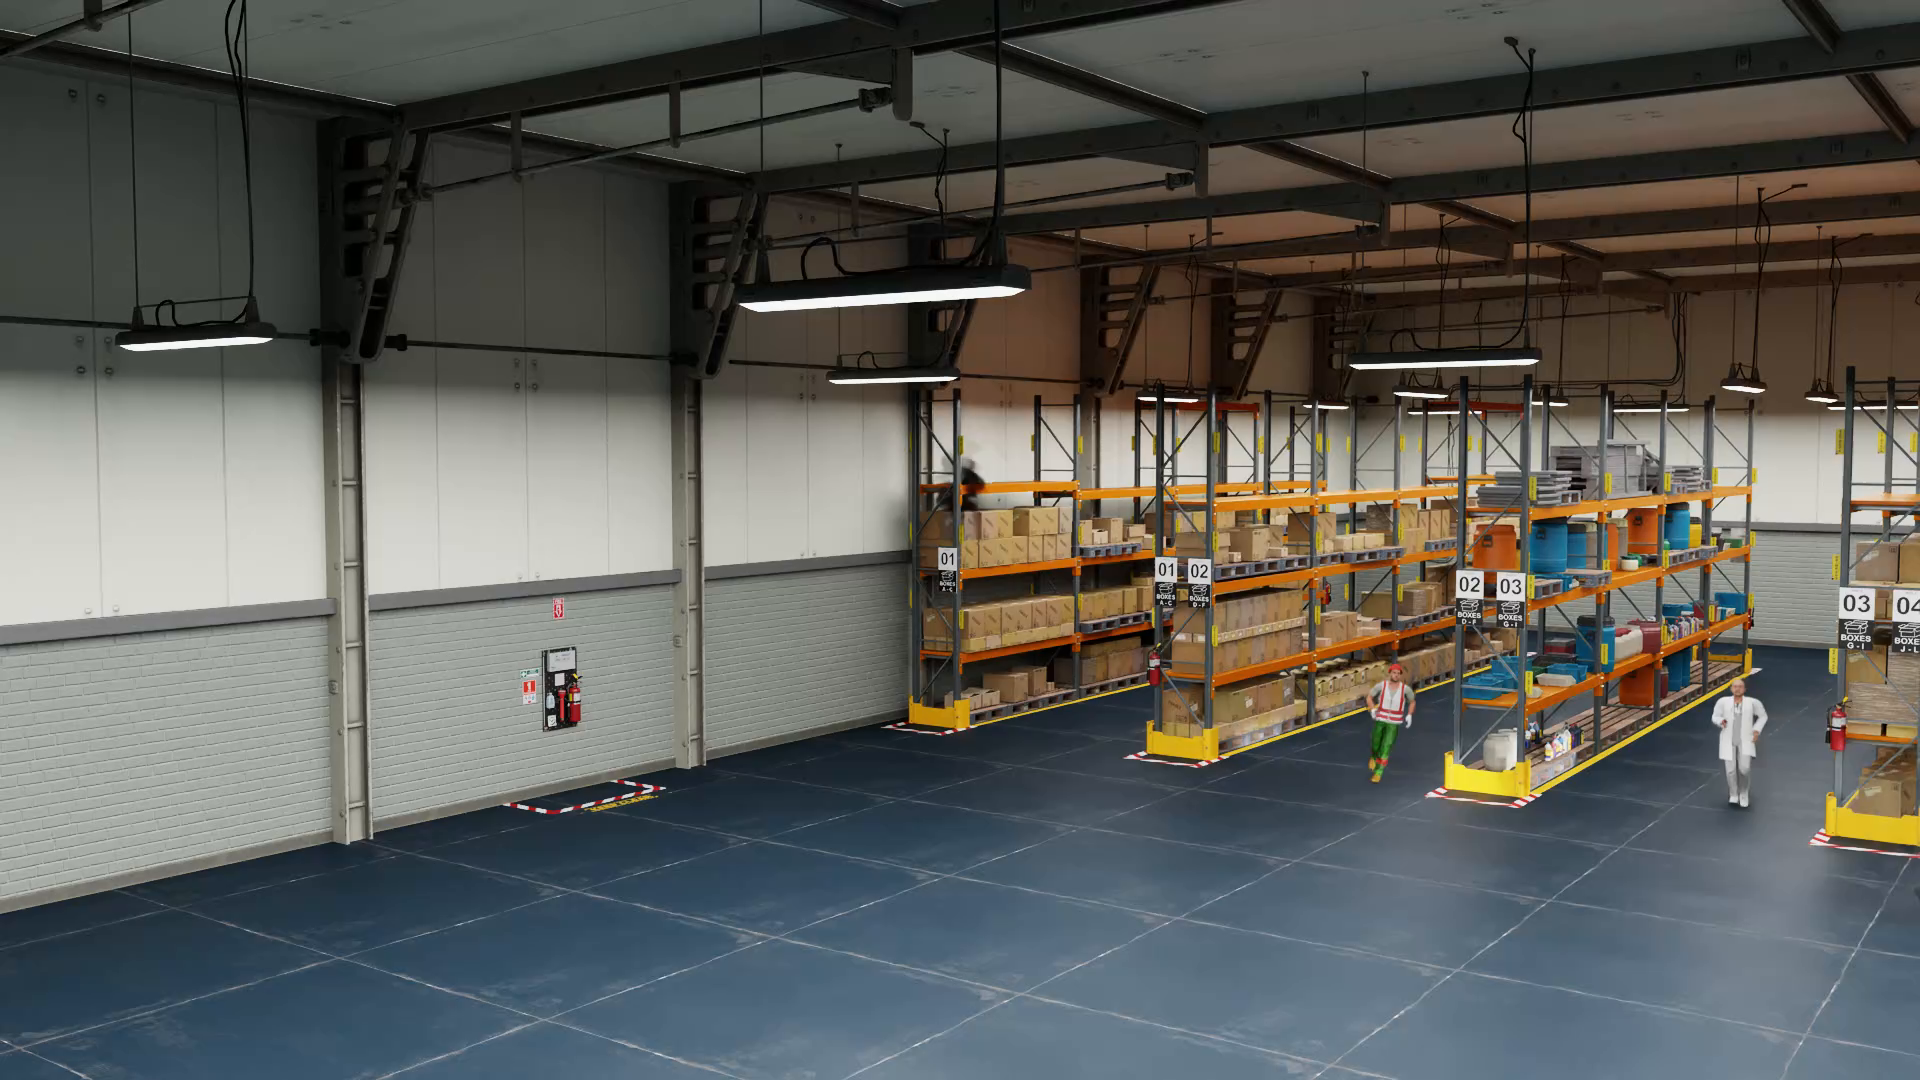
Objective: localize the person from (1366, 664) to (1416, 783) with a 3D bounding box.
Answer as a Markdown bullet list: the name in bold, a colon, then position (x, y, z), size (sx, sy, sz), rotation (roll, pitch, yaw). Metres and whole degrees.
- **person**: position (6.425, 2.716, 24.830), size (0.718, 1.735, 0.836), rotation (1, 3, 16)

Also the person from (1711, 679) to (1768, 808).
- **person**: position (10.747, 2.837, 22.982), size (0.692, 1.730, 0.686), rotation (2, 4, 30)
